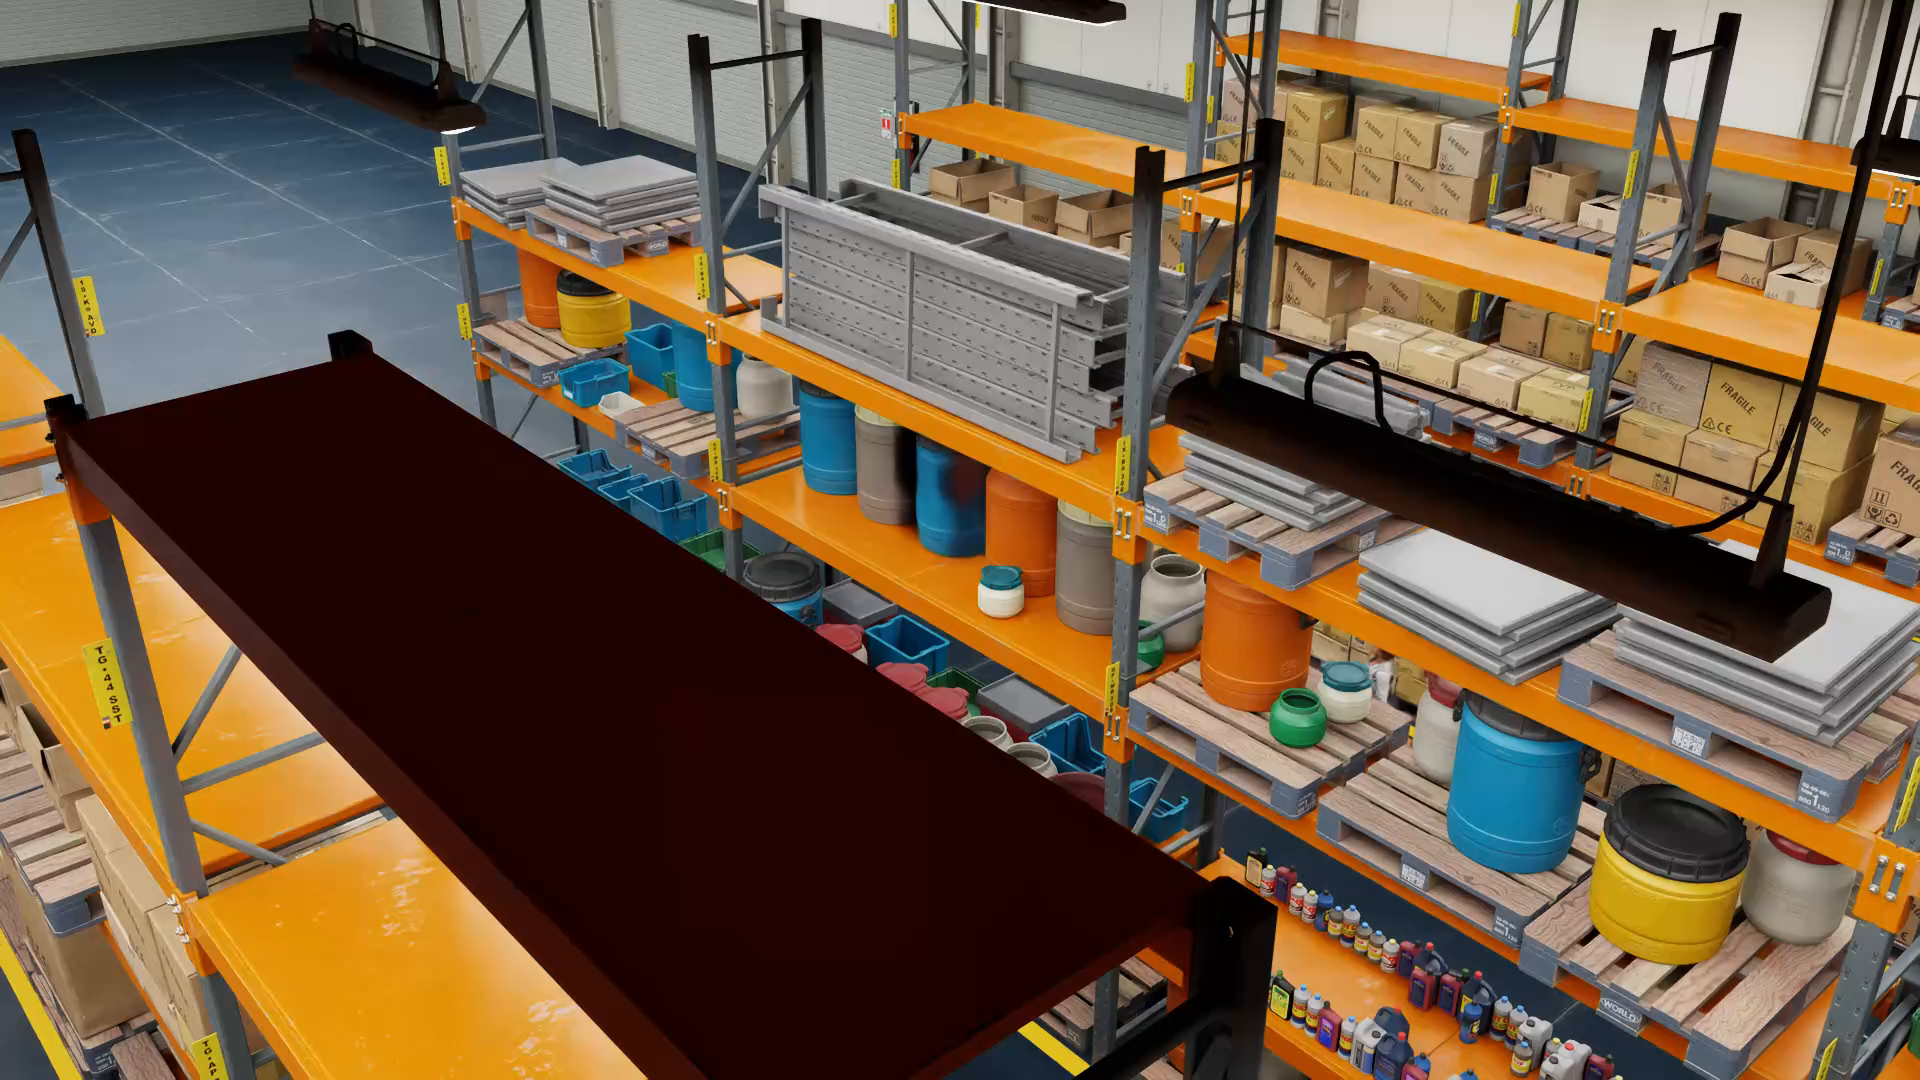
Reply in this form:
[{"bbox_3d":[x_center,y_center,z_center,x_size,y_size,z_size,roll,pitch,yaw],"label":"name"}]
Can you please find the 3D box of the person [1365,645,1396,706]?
[{"bbox_3d":[3.247,1.393,13.015,0.823,1.548,0.402,22,34,37],"label":"person"}]
